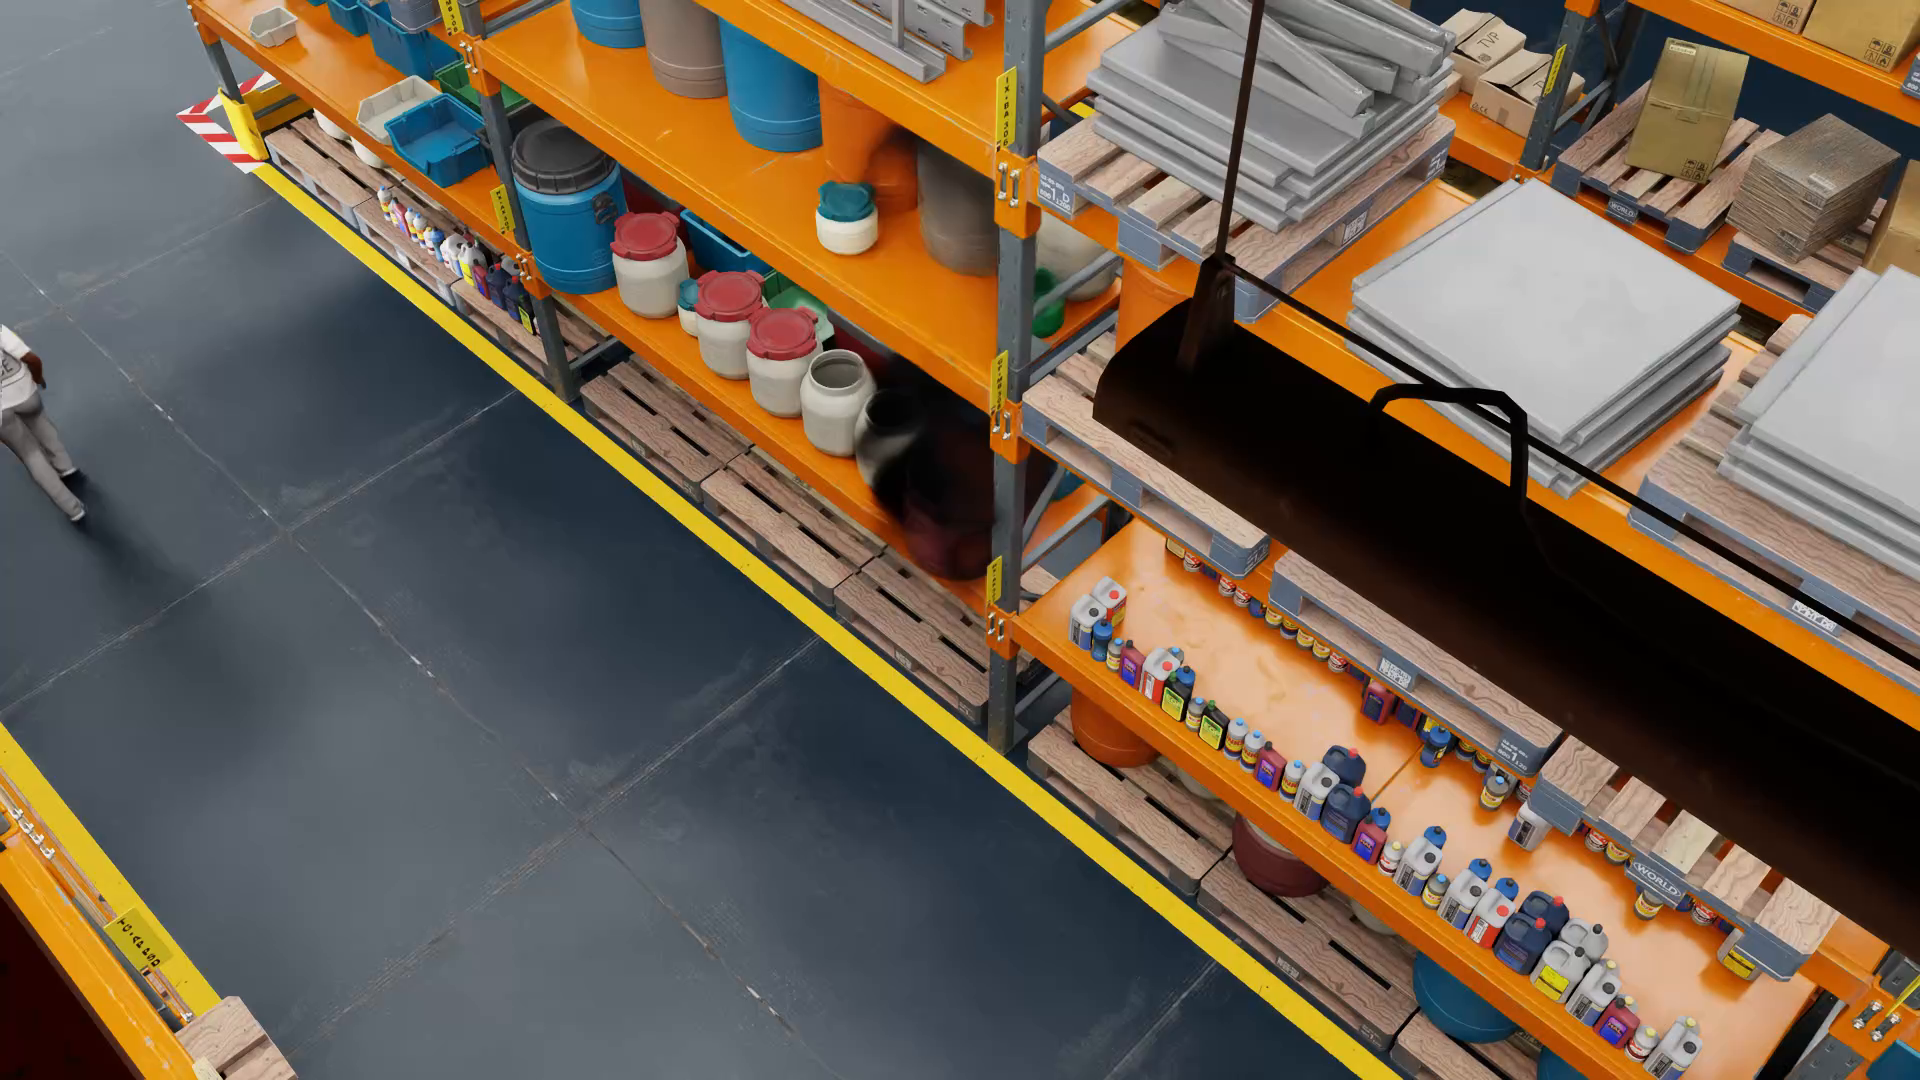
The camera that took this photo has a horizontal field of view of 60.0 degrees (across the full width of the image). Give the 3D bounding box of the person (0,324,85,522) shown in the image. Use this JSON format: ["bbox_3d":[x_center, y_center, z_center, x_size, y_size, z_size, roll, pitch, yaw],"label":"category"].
[{"bbox_3d":[-5.698,-0.799,9.971,0.536,1.754,0.727,-34,58,-25],"label":"person"}]
